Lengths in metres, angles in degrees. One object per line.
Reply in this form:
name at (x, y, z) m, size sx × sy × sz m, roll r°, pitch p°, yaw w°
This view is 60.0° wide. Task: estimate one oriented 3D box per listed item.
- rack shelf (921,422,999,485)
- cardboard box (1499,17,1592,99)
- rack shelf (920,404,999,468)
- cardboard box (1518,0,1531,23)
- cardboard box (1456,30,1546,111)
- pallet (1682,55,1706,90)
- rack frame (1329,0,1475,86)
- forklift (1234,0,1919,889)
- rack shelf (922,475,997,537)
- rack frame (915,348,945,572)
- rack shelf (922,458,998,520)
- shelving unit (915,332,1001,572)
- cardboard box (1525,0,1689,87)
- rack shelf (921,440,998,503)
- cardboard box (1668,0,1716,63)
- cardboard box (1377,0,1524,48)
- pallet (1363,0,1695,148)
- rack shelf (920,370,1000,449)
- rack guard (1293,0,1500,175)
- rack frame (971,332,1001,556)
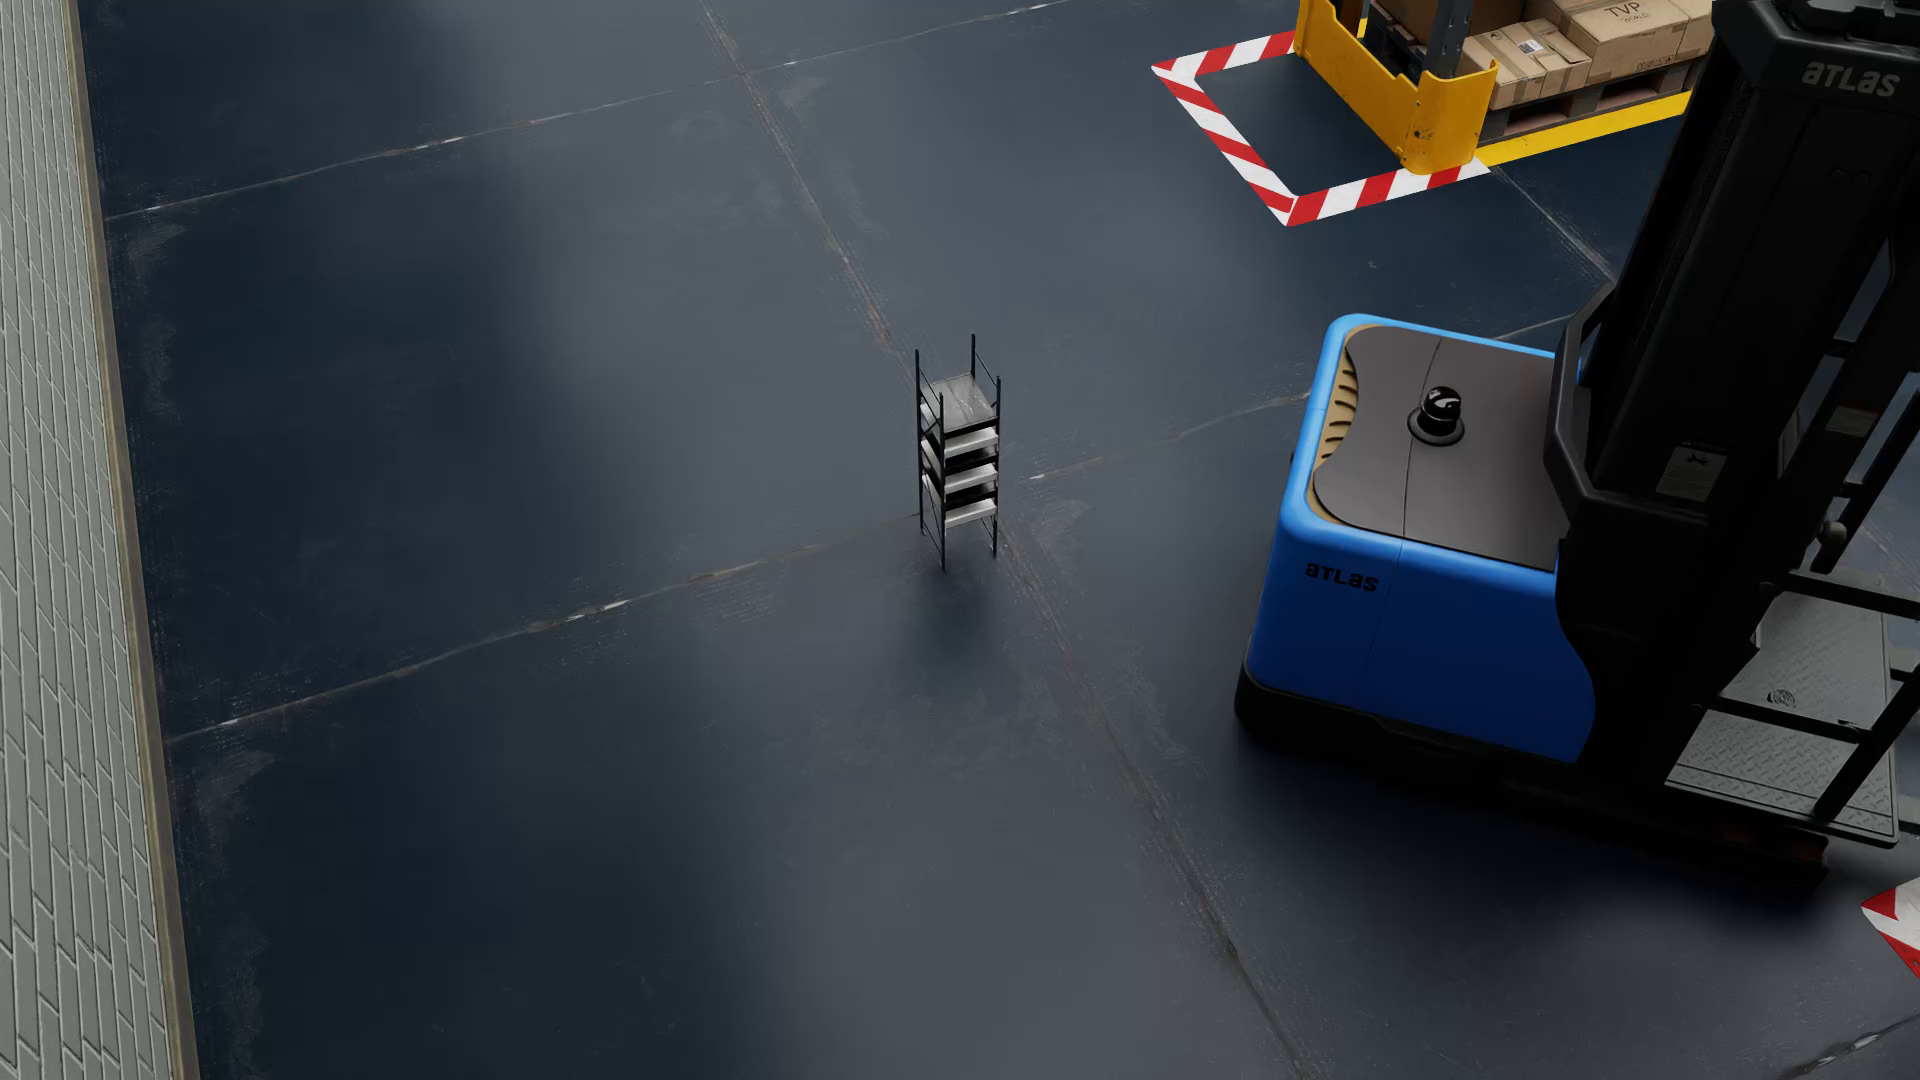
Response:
rack shelf at (-0.008, -0.328, 5.790) m, size 0.200 × 0.077 × 0.258 m, roll -17°, pitch 52°, yaw -14°
cardboard box at (2.694, -2.239, 7.700) m, size 0.250 × 0.166 × 0.380 m, roll -17°, pitch 52°, yaw -14°
rack shelf at (-0.008, -0.386, 5.722) m, size 0.200 × 0.077 × 0.258 m, roll -17°, pitch 52°, yaw -14°
cardboard box at (2.765, -2.671, 8.070) m, size 0.250 × 0.166 × 0.380 m, roll -17°, pitch 52°, yaw -14°
cardboard box at (2.463, -2.162, 7.645) m, size 0.250 × 0.149 × 0.380 m, roll -17°, pitch 52°, yaw -14°
pallet at (3.881, -2.758, 8.406) m, size 1.213 × 0.211 × 1.003 m, roll -17°, pitch 52°, yaw -14°
rack frame at (1.945, -3.068, 6.834) m, size 0.127 × 3.000 × 1.000 m, roll -17°, pitch 52°, yaw -14°
forklift at (2.498, -0.320, 4.519) m, size 3.031 × 2.935 × 1.130 m, roll 14°, pitch 51°, yaw 11°
rack shelf at (-0.008, -0.152, 5.995) m, size 0.200 × 0.077 × 0.258 m, roll -17°, pitch 52°, yaw -14°
rack frame at (-0.102, -0.262, 5.808) m, size 0.006 × 0.900 × 0.240 m, roll -17°, pitch 52°, yaw -14°
rack shelf at (-0.008, -0.211, 5.927) m, size 0.200 × 0.077 × 0.258 m, roll -17°, pitch 52°, yaw -14°
shelving unit at (-0.008, -0.291, 5.833) m, size 0.210 × 0.900 × 0.258 m, roll -17°, pitch 52°, yaw -14°
cardboard box at (3.019, -2.416, 7.797) m, size 0.500 × 0.250 × 0.500 m, roll -17°, pitch 52°, yaw -14°
rack shelf at (-0.008, -0.269, 5.858) m, size 0.200 × 0.077 × 0.258 m, roll -17°, pitch 52°, yaw -14°
cardboard box at (3.482, -2.560, 7.920) m, size 0.500 × 0.250 × 0.500 m, roll -17°, pitch 52°, yaw -14°
cardboard box at (2.356, -2.726, 7.898) m, size 0.500 × 0.500 × 0.500 m, roll -17°, pitch 52°, yaw -14°
pallet at (2.754, -2.411, 8.108) m, size 1.213 × 0.211 × 1.003 m, roll -17°, pitch 52°, yaw -14°
rack shelf at (-0.008, -0.445, 5.654) m, size 0.200 × 0.077 × 0.258 m, roll -17°, pitch 52°, yaw -14°
rack guard at (2.016, -2.276, 7.802) m, size 0.348 × 0.500 × 1.175 m, roll -17°, pitch 52°, yaw -14°
rack frame at (0.087, -0.320, 5.858) m, size 0.006 × 0.900 × 0.240 m, roll -17°, pitch 52°, yaw -14°
